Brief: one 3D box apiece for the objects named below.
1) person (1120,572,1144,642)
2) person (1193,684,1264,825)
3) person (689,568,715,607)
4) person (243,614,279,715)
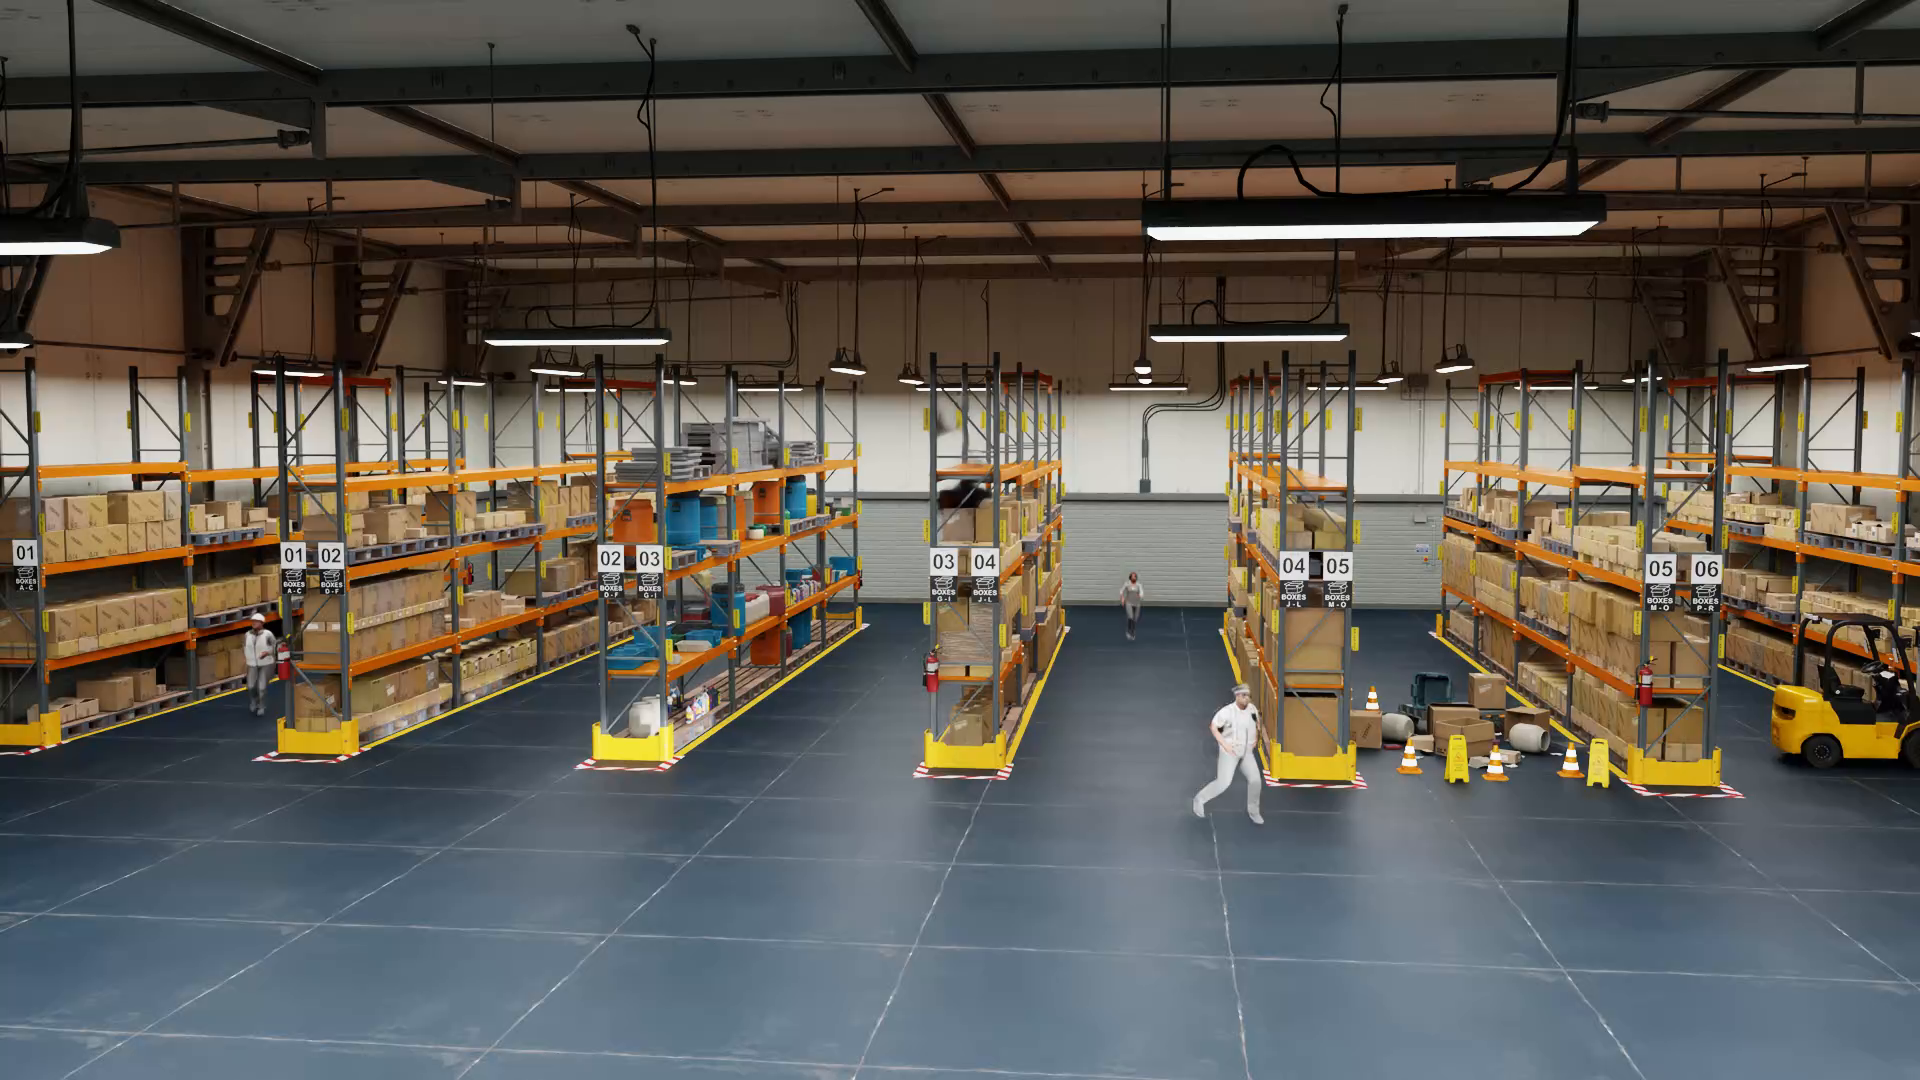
[{"bbox_3d":[3.930,1.524,37.903,0.505,1.586,0.662,0,4,-7],"label":"person"},{"bbox_3d":[3.423,2.681,20.893,0.872,1.788,0.736,-2,5,-29],"label":"person"},{"bbox_3d":[-6.424,1.242,41.730,0.648,1.659,0.588,3,5,34],"label":"person"},{"bbox_3d":[-11.962,2.126,28.366,0.645,1.741,0.584,0,4,-6],"label":"person"}]
